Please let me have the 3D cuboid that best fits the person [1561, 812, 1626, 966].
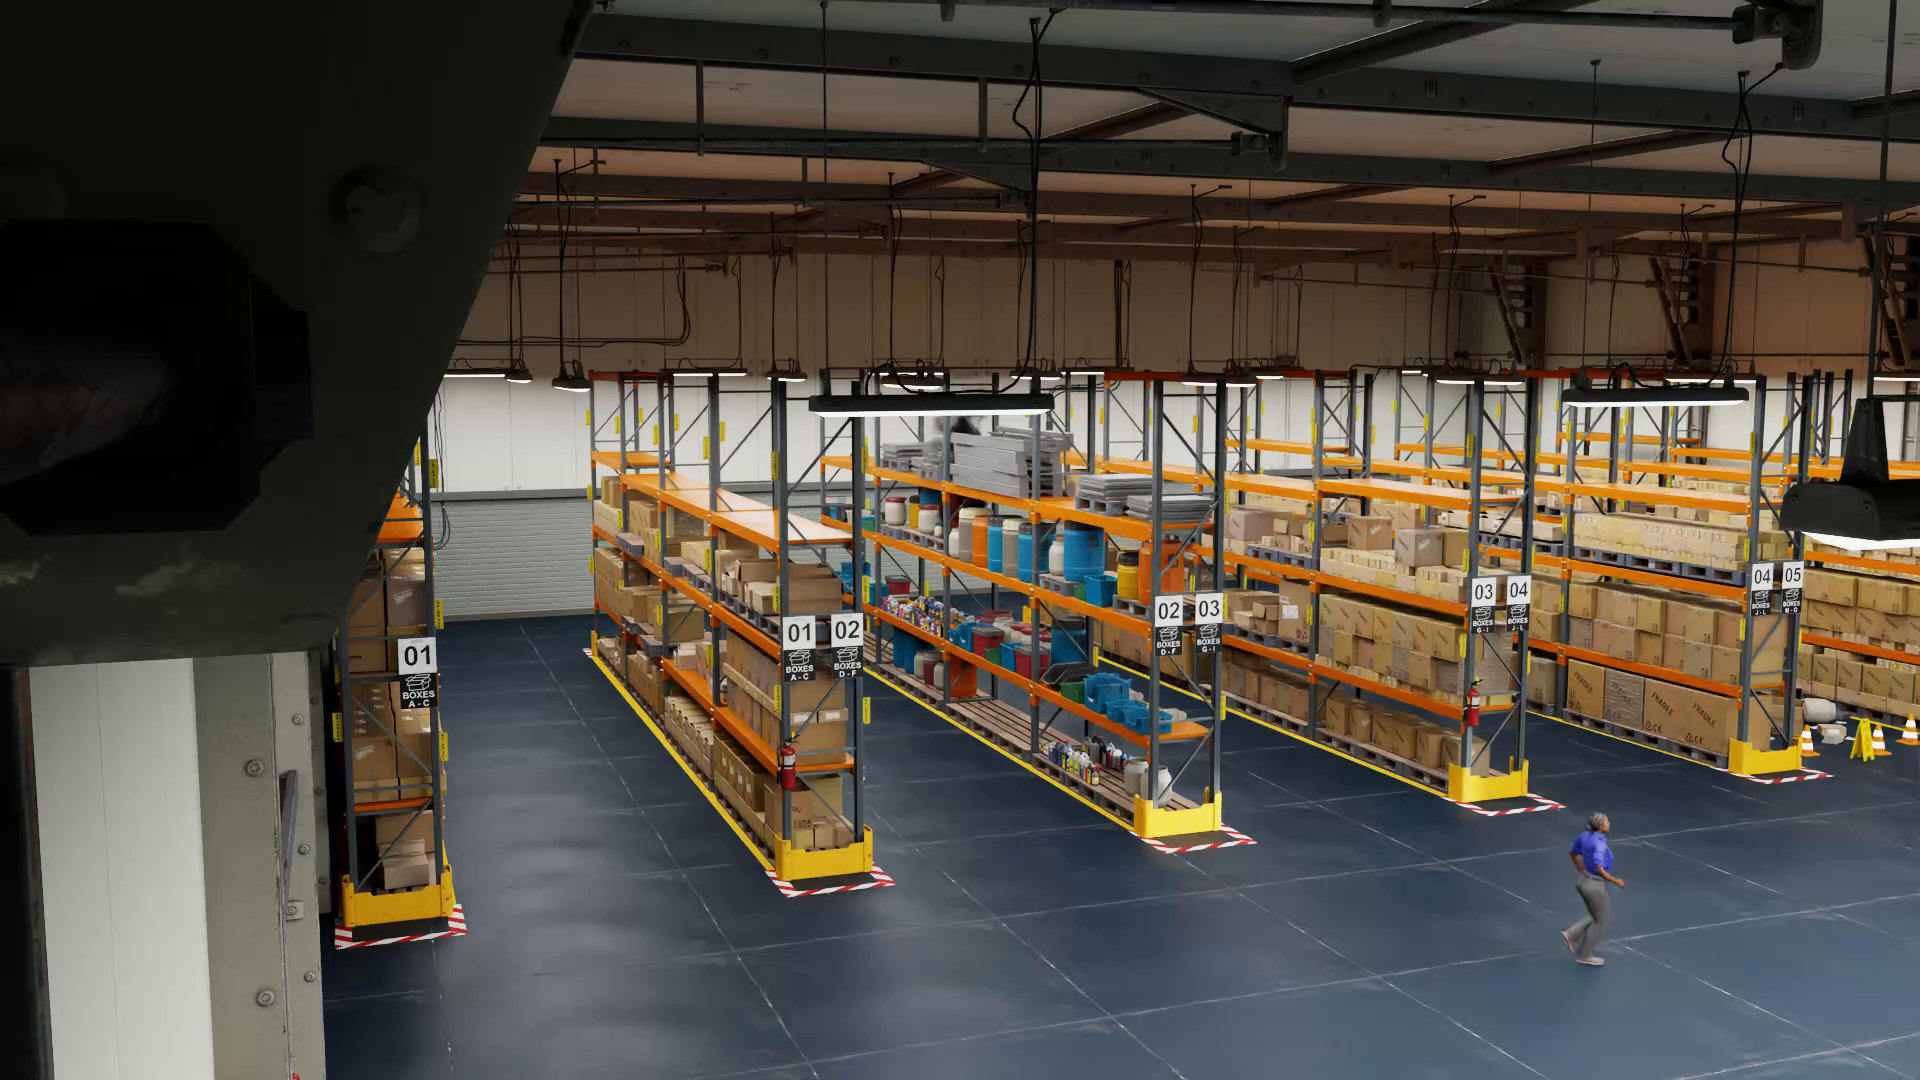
[{"bbox_3d":[6.593,3.610,17.222,0.517,1.618,0.571,0,6,0],"label":"person"}]
